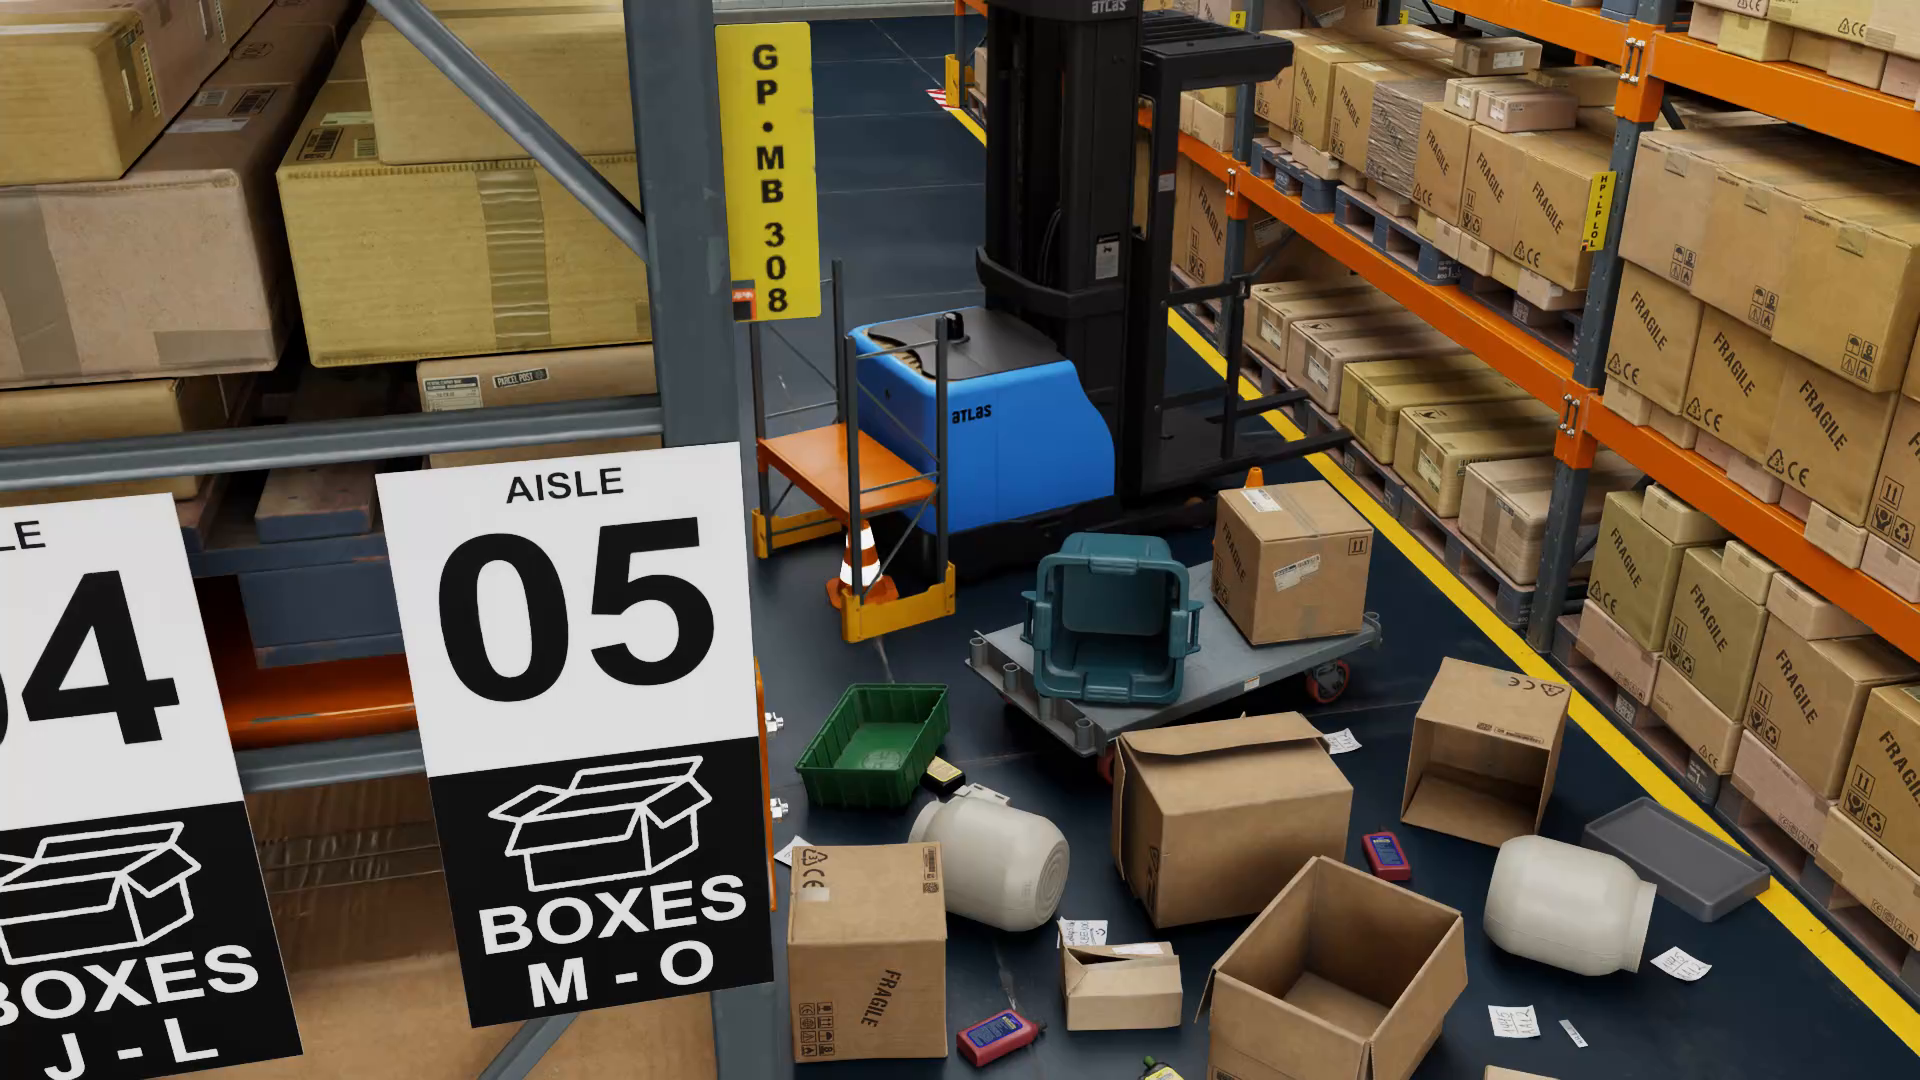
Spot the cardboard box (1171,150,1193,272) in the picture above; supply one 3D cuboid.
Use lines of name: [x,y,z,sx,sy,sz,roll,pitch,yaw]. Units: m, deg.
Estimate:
cardboard box: [1.975,-2.581,12.426,0.875,0.875,0.875,-6,27,-11]

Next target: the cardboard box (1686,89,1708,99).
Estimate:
cardboard box: [6.672,-3.908,14.752,0.380,0.149,0.250,-6,27,-11]

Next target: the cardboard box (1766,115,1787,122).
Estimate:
cardboard box: [6.905,-3.451,13.846,0.380,0.149,0.250,-7,28,-14]

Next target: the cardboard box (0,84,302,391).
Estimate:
cardboard box: [-1.133,-0.403,2.149,0.500,0.250,0.500,-6,27,-11]

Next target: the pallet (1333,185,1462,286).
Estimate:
pallet: [2.733,-1.688,8.977,1.003,0.211,1.213,-6,27,-12]

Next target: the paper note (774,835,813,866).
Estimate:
paper note: [-0.618,1.193,6.351,0.142,0.020,0.147,19,32,32]

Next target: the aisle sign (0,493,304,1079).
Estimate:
aisle sign: [-1.026,0.322,1.898,0.394,0.787,0.004,-6,27,-12]

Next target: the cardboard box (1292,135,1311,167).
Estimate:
cardboard box: [2.187,-2.300,9.790,0.380,0.149,0.250,-8,28,-15]

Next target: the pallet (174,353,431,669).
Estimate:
pallet: [-0.927,-0.203,2.593,1.003,0.211,1.213,-6,27,-12]

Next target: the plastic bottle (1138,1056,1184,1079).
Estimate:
plastic bottle: [0.650,1.738,5.238,0.133,0.061,0.283,-16,31,-29]

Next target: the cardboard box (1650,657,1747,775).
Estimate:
cardboard box: [3.150,0.678,6.664,0.500,0.250,0.500,-4,27,-9]

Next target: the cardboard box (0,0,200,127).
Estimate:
cardboard box: [-1.211,-0.617,2.132,0.380,0.149,0.250,-6,27,-11]

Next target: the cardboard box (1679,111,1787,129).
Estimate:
cardboard box: [3.387,-1.779,7.319,0.380,0.149,0.250,-6,27,-12]

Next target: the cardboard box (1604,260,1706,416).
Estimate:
cardboard box: [2.976,-0.838,6.640,0.500,0.500,0.500,-6,27,-12]

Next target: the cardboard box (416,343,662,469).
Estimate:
cardboard box: [-0.515,-0.221,2.232,0.380,0.149,0.250,-6,27,-11]

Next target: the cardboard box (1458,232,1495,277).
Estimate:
cardboard box: [2.628,-1.382,7.973,0.380,0.149,0.250,-6,27,-12]

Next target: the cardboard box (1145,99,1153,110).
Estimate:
cardboard box: [1.652,-3.212,11.952,0.500,0.250,0.500,-6,27,-12]

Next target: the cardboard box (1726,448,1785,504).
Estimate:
cardboard box: [3.126,-0.268,6.230,0.380,0.149,0.250,-5,27,-10]

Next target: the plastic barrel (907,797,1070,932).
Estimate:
plastic barrel: [0.099,1.157,5.987,0.512,0.421,0.421,13,30,24]

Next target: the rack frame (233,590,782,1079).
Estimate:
rack frame: [-0.750,1.421,2.606,1.000,3.000,0.127,-6,27,-12]

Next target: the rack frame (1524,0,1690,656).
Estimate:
rack frame: [3.148,-0.882,7.169,1.000,3.000,0.127,-6,27,-12]

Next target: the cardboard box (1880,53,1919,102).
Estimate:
cardboard box: [3.215,-1.497,5.336,0.380,0.149,0.250,-7,28,-13]

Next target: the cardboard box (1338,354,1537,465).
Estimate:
cardboard box: [2.704,-0.747,9.351,0.950,0.372,0.625,-5,27,-10]

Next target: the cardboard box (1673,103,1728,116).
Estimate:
cardboard box: [6.304,-3.619,14.179,0.380,0.149,0.250,-6,27,-12]

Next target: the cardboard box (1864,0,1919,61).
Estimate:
cardboard box: [3.206,-1.619,5.137,0.500,0.250,0.500,-6,27,-11]

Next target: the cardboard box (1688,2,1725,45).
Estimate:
cardboard box: [2.978,-1.946,6.226,0.380,0.149,0.250,-6,27,-12]

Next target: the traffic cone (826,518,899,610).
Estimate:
traffic cone: [-0.483,0.055,8.127,0.336,0.463,0.334,-6,27,-12]

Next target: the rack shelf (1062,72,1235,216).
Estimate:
rack shelf: [1.796,-3.195,12.549,1.077,0.370,4.000,-6,27,-12]

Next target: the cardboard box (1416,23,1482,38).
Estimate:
cardboard box: [5.325,-5.451,18.525,0.797,0.503,0.637,-7,28,-14]

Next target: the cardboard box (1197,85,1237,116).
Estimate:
cardboard box: [1.890,-2.981,10.939,0.500,0.250,0.500,-6,27,-12]

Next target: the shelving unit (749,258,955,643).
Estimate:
shelving unit: [-0.544,-0.458,7.993,0.587,1.500,1.083,-15,30,-27]

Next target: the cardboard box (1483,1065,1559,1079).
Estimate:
cardboard box: [1.787,1.777,5.065,0.380,0.149,0.250,8,28,15]

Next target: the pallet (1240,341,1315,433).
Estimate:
pallet: [2.422,-1.050,10.596,1.003,0.211,1.213,-6,27,-12]

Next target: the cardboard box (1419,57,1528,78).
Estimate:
cardboard box: [2.862,-2.384,9.238,0.500,0.500,0.500,-8,28,-15]

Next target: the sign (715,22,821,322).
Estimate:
sign: [-0.208,-0.397,1.822,0.100,0.325,0.005,-6,27,-12]

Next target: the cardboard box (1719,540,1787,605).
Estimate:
cardboard box: [3.106,0.106,6.244,0.380,0.149,0.250,-5,27,-10]

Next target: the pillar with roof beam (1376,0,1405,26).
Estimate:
pillar with roof beam: [1.356,-10.172,18.916,9.100,9.000,0.400,-6,27,-12]

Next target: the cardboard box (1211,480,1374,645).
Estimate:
cardboard box: [1.421,0.090,7.177,0.500,0.500,0.500,-6,27,-12]

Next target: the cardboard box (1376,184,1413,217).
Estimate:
cardboard box: [2.456,-1.837,8.874,0.380,0.149,0.250,-5,27,-10]

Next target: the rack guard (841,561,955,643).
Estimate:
rack guard: [-0.289,0.293,7.892,0.587,0.250,0.087,-15,30,-27]

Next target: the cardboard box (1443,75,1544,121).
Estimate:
cardboard box: [2.572,-2.136,8.025,0.380,0.149,0.250,-7,28,-14]

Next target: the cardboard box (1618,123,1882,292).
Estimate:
cardboard box: [3.036,-1.291,6.428,0.700,0.500,0.500,-6,27,-12]

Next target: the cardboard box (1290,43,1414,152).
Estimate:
cardboard box: [2.247,-2.554,9.574,0.500,0.500,0.500,-5,27,-9]

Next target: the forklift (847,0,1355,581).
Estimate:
forklift: [0.946,-1.563,8.593,3.031,2.935,1.130,-14,30,-25]

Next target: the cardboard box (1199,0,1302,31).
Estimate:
cardboard box: [1.876,-3.330,10.797,0.500,0.500,0.500,-7,28,-13]

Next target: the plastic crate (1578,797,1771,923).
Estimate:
plastic crate: [2.703,1.194,6.296,0.402,0.080,0.583,-16,31,-29]

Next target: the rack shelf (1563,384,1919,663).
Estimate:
rack shelf: [3.599,0.317,5.591,1.077,0.370,4.000,-6,27,-12]

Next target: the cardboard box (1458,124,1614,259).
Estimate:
cardboard box: [2.708,-1.644,7.771,0.500,0.500,0.500,-6,27,-11]

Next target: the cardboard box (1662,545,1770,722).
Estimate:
cardboard box: [3.150,0.343,6.494,0.500,0.500,0.500,-5,27,-10]
